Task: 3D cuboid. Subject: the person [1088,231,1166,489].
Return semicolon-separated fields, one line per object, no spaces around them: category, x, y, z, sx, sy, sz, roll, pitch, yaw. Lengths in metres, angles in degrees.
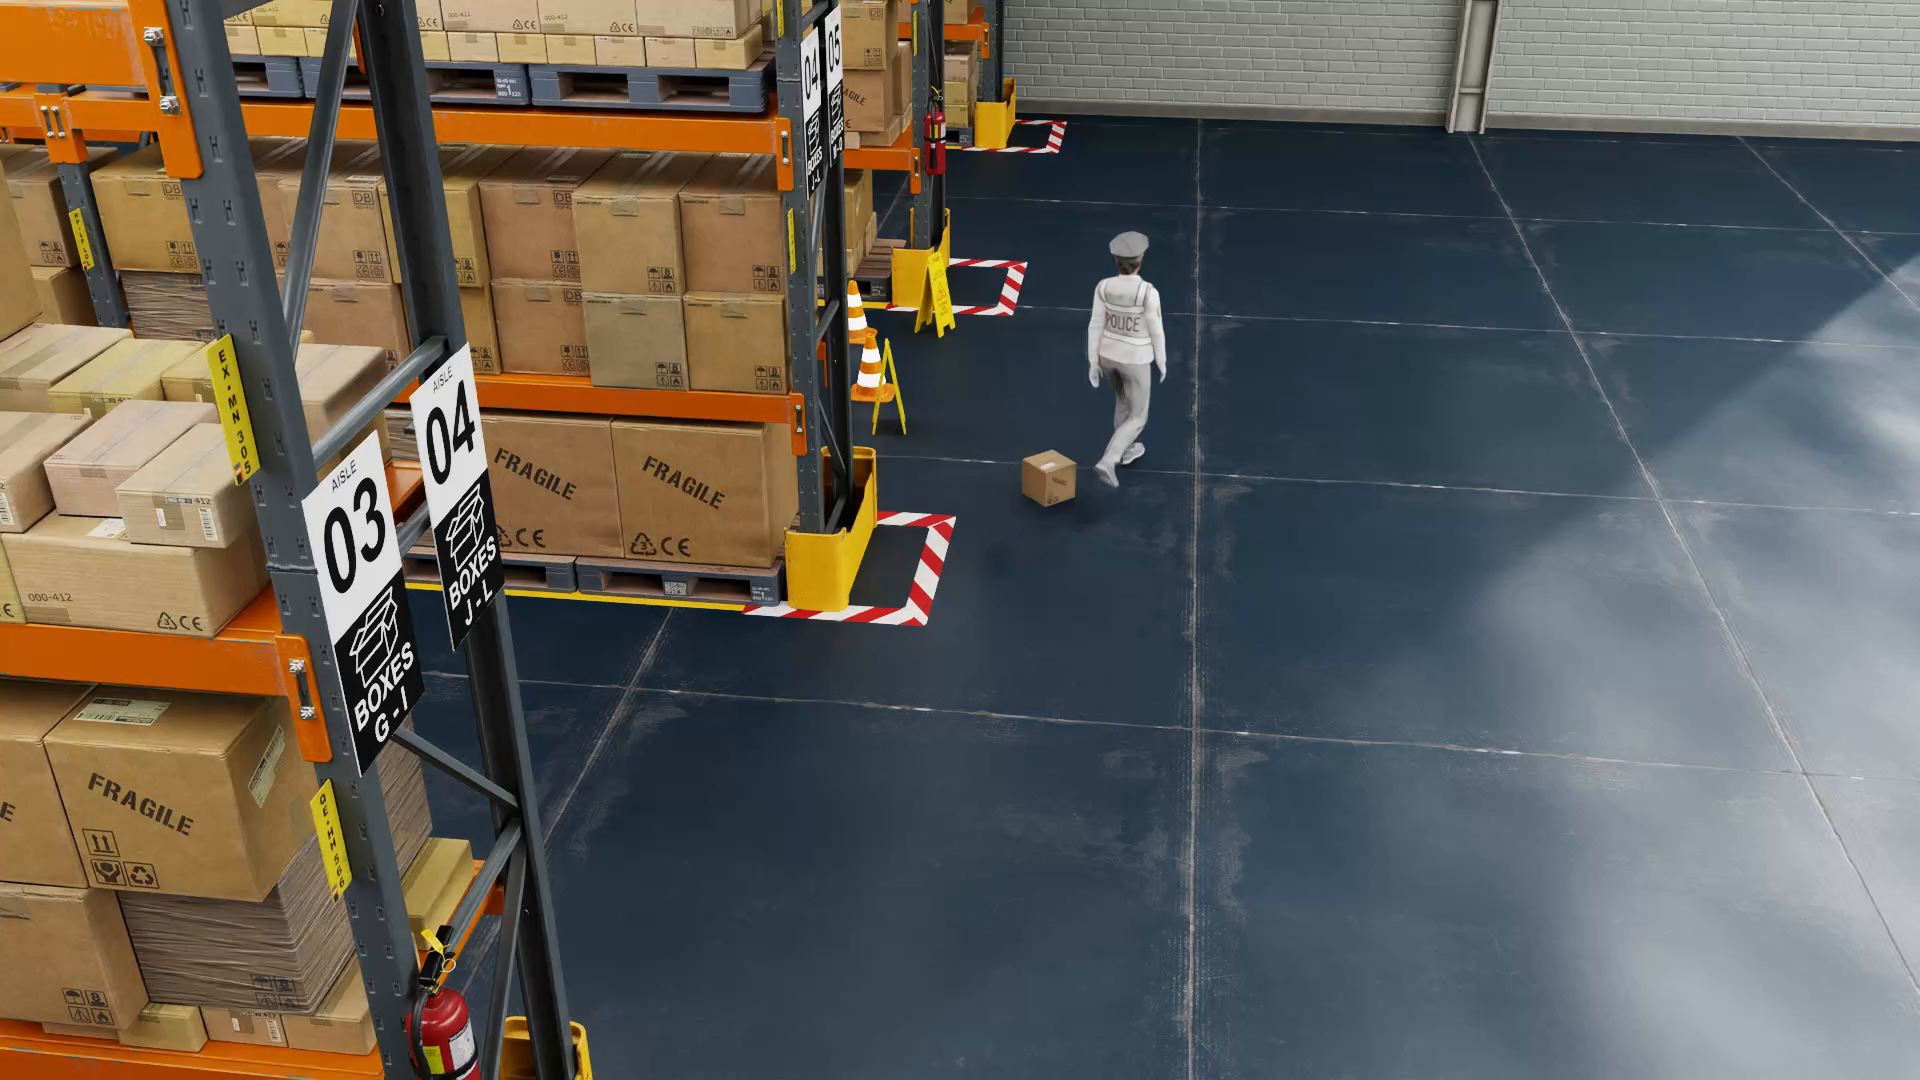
person;1.046;-1.151;10.689;0.480;1.639;0.879;18;33;30
